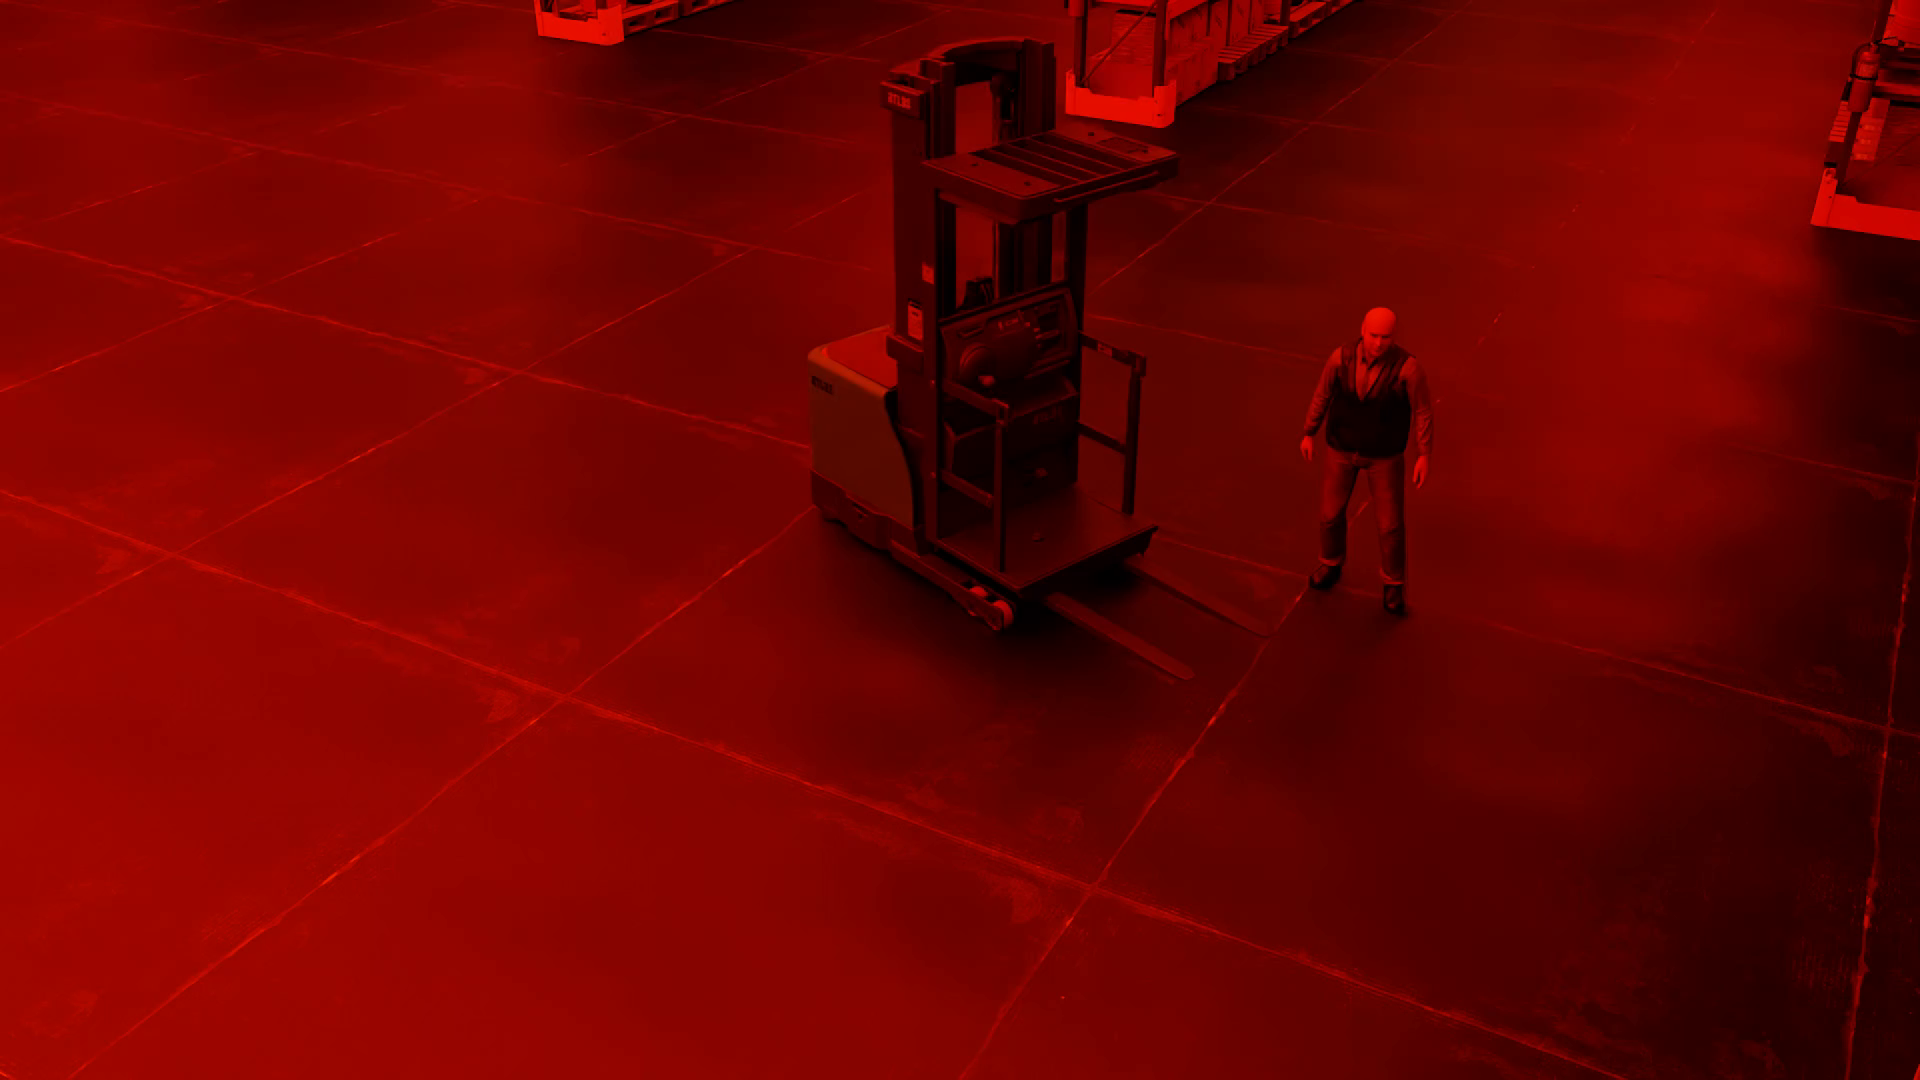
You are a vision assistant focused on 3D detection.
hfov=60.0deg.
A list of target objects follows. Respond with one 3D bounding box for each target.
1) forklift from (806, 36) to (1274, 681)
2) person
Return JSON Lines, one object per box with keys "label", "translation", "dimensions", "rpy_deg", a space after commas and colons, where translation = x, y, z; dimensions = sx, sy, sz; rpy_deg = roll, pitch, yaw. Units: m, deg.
{"label": "forklift", "translation": [0.415, -1.056, 8.900], "dimensions": [1.130, 2.935, 3.031], "rpy_deg": [-23, 37, -34]}
{"label": "person", "translation": [2.226, -0.480, 9.133], "dimensions": [0.736, 1.702, 0.418], "rpy_deg": [14, 33, 23]}
